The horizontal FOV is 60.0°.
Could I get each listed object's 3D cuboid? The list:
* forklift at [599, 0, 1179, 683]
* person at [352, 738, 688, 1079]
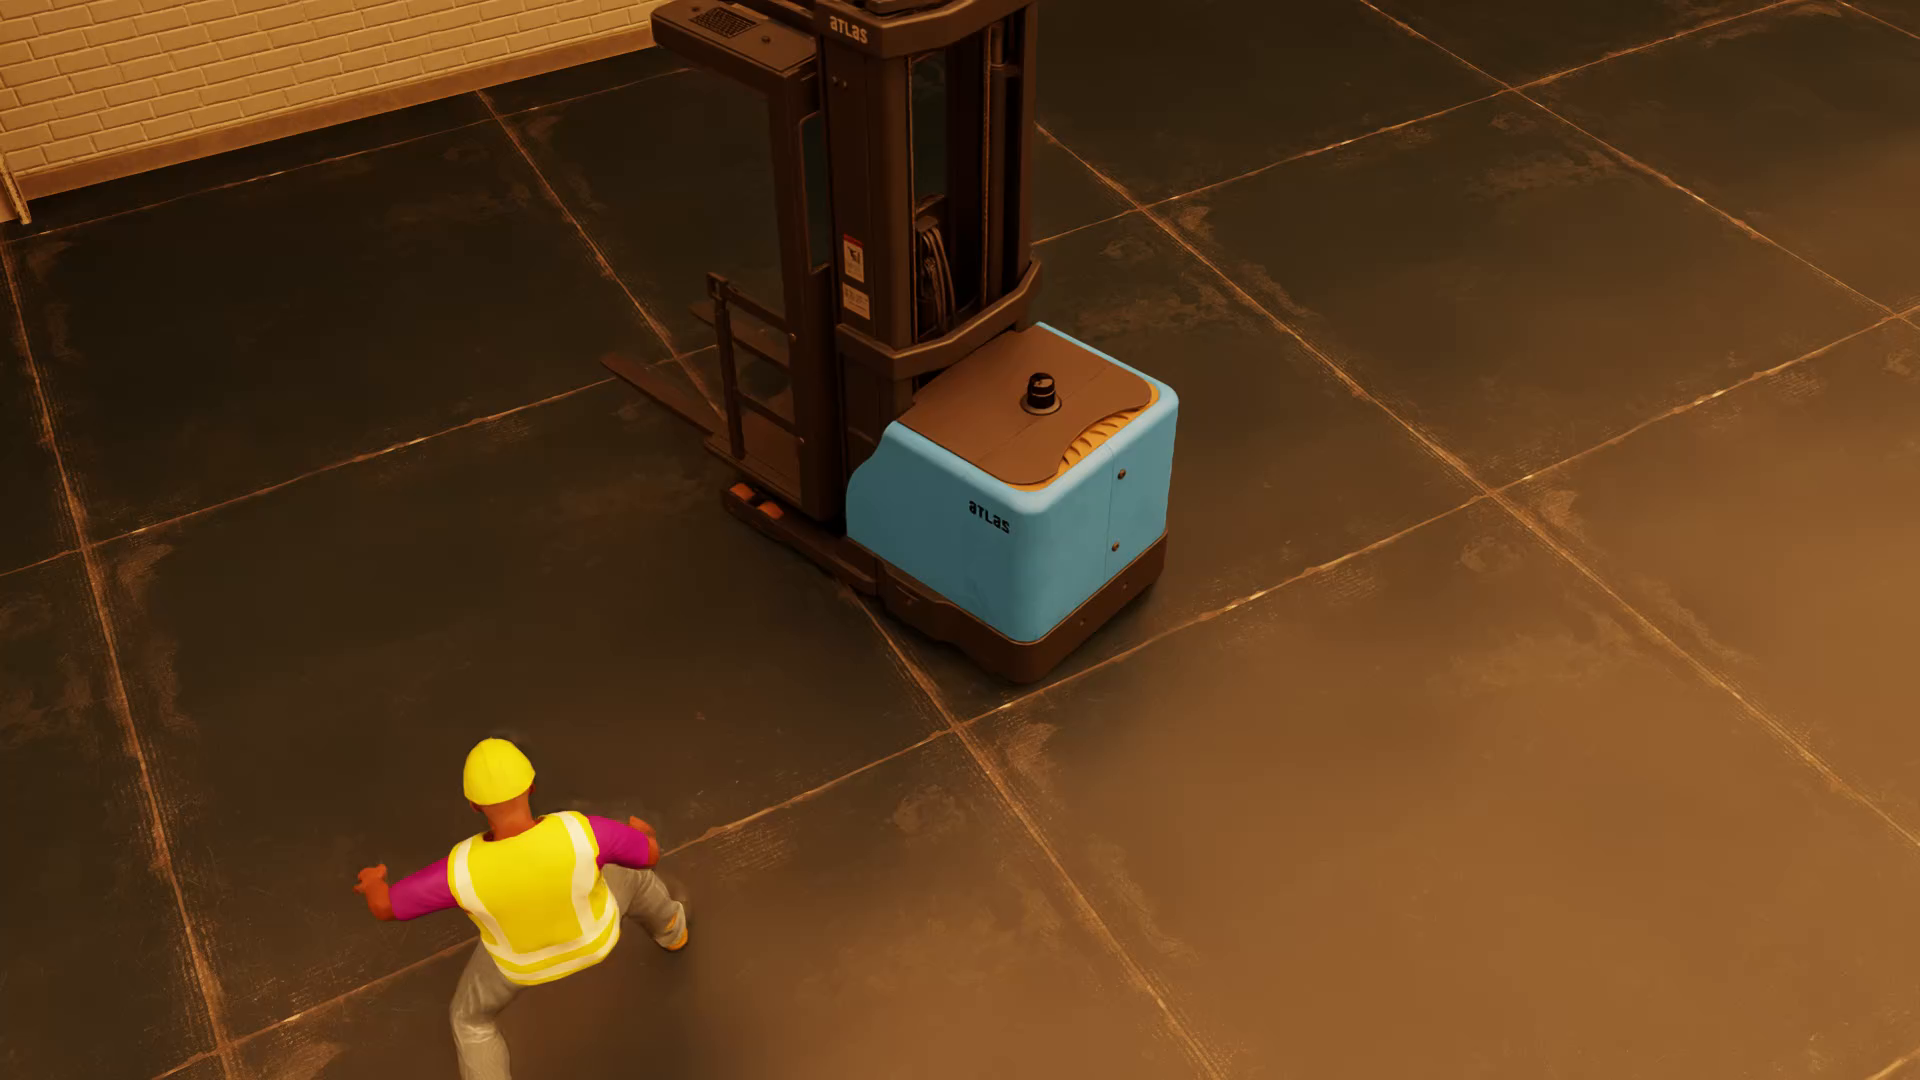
[{"bbox_3d":[-0.504,-1.331,7.133,3.031,2.935,1.130,31,51,29],"label":"forklift"},{"bbox_3d":[-1.423,1.184,5.439,1.028,1.613,0.929,-14,45,-15],"label":"person"}]
